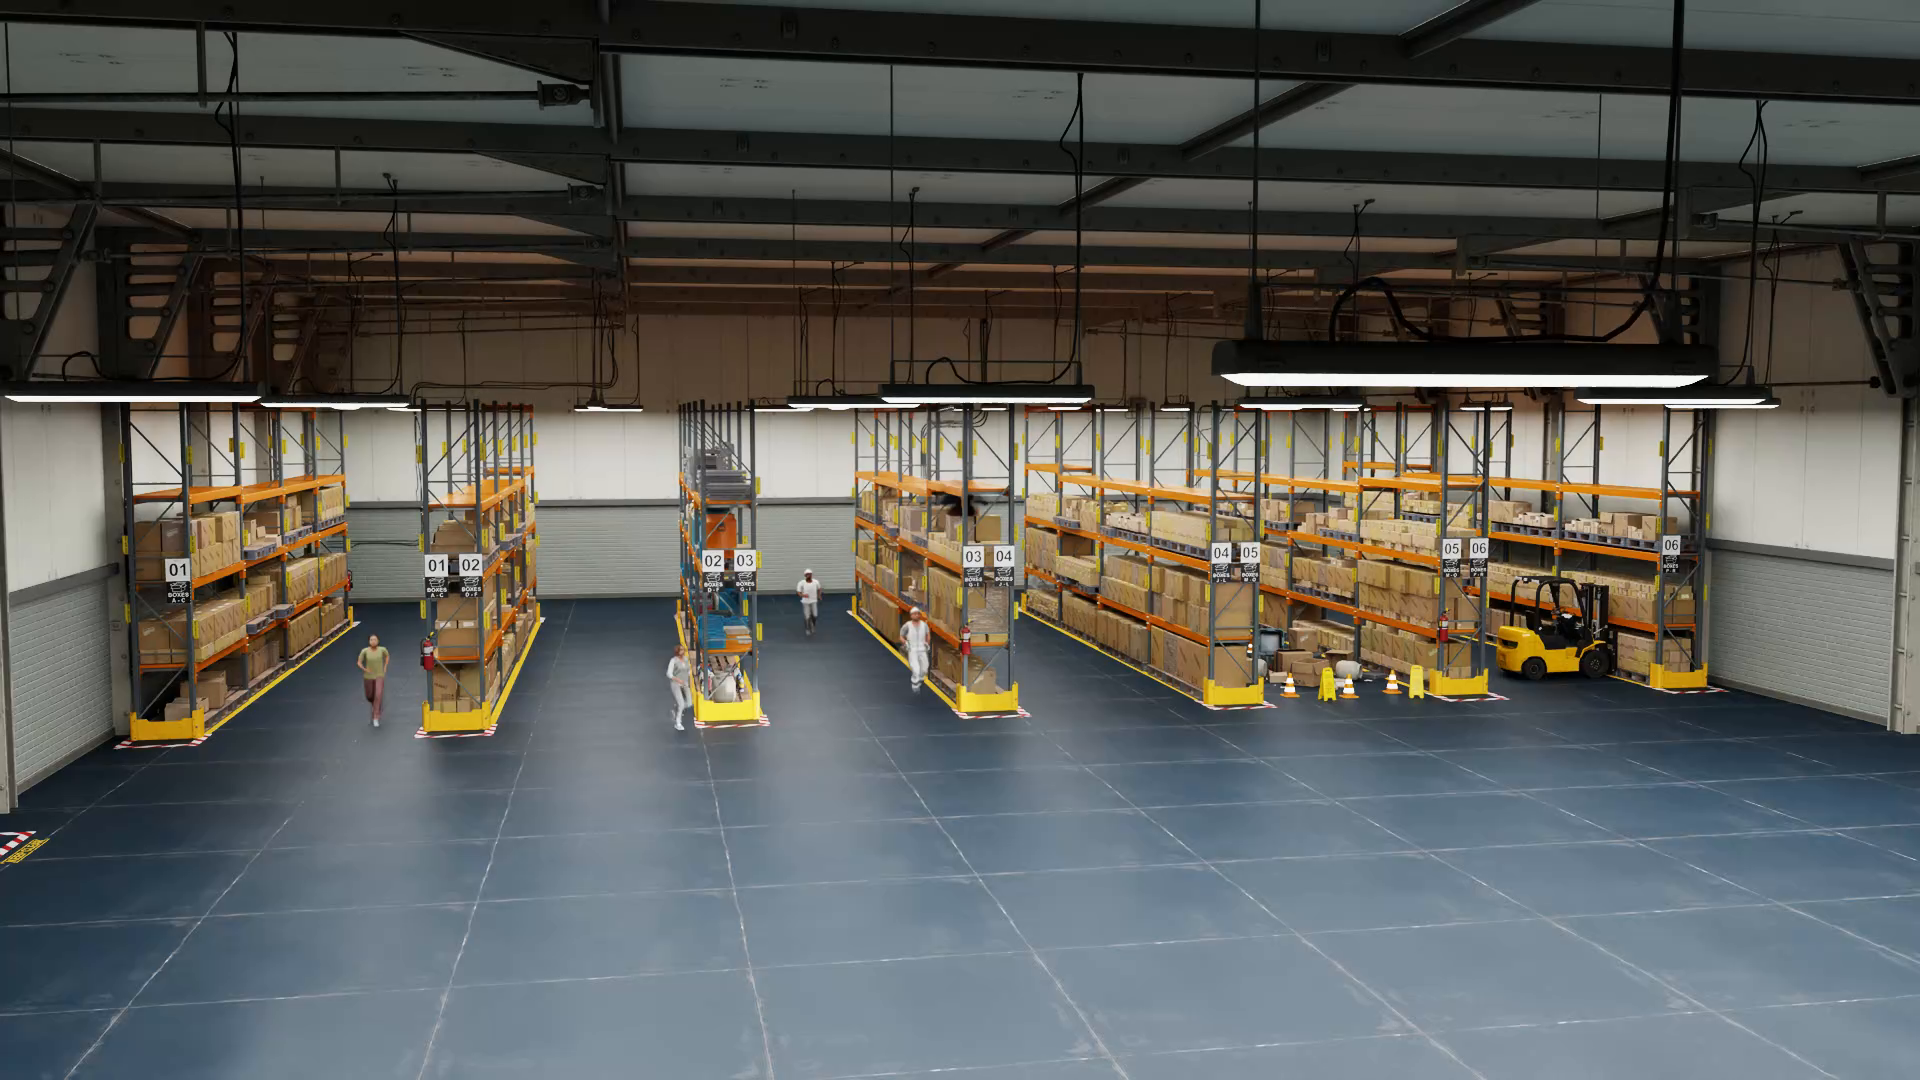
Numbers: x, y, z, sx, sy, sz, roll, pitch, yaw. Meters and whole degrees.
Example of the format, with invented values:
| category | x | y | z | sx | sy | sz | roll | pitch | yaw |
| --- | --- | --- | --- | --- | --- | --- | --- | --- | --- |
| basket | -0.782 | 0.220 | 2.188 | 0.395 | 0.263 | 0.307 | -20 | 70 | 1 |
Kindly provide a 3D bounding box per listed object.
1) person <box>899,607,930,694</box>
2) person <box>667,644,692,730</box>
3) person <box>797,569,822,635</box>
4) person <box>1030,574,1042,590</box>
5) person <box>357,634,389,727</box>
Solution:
| category | x | y | z | sx | sy | sz | roll | pitch | yaw |
| --- | --- | --- | --- | --- | --- | --- | --- | --- | --- |
| person | -0.855 | 2.187 | 32.605 | 0.651 | 1.738 | 0.588 | -1 | 4 | -16 |
| person | -5.084 | 2.667 | 30.273 | 0.571 | 1.561 | 0.581 | 4 | 6 | 43 |
| person | -3.869 | 1.611 | 42.903 | 0.685 | 1.725 | 0.623 | -1 | 4 | -15 |
| person | 2.308 | 1.092 | 50.002 | 0.922 | 1.695 | 0.614 | -4 | 6 | -44 |
| person | -10.917 | 2.582 | 30.947 | 0.547 | 1.647 | 1.119 | -1 | 4 | -13 |
